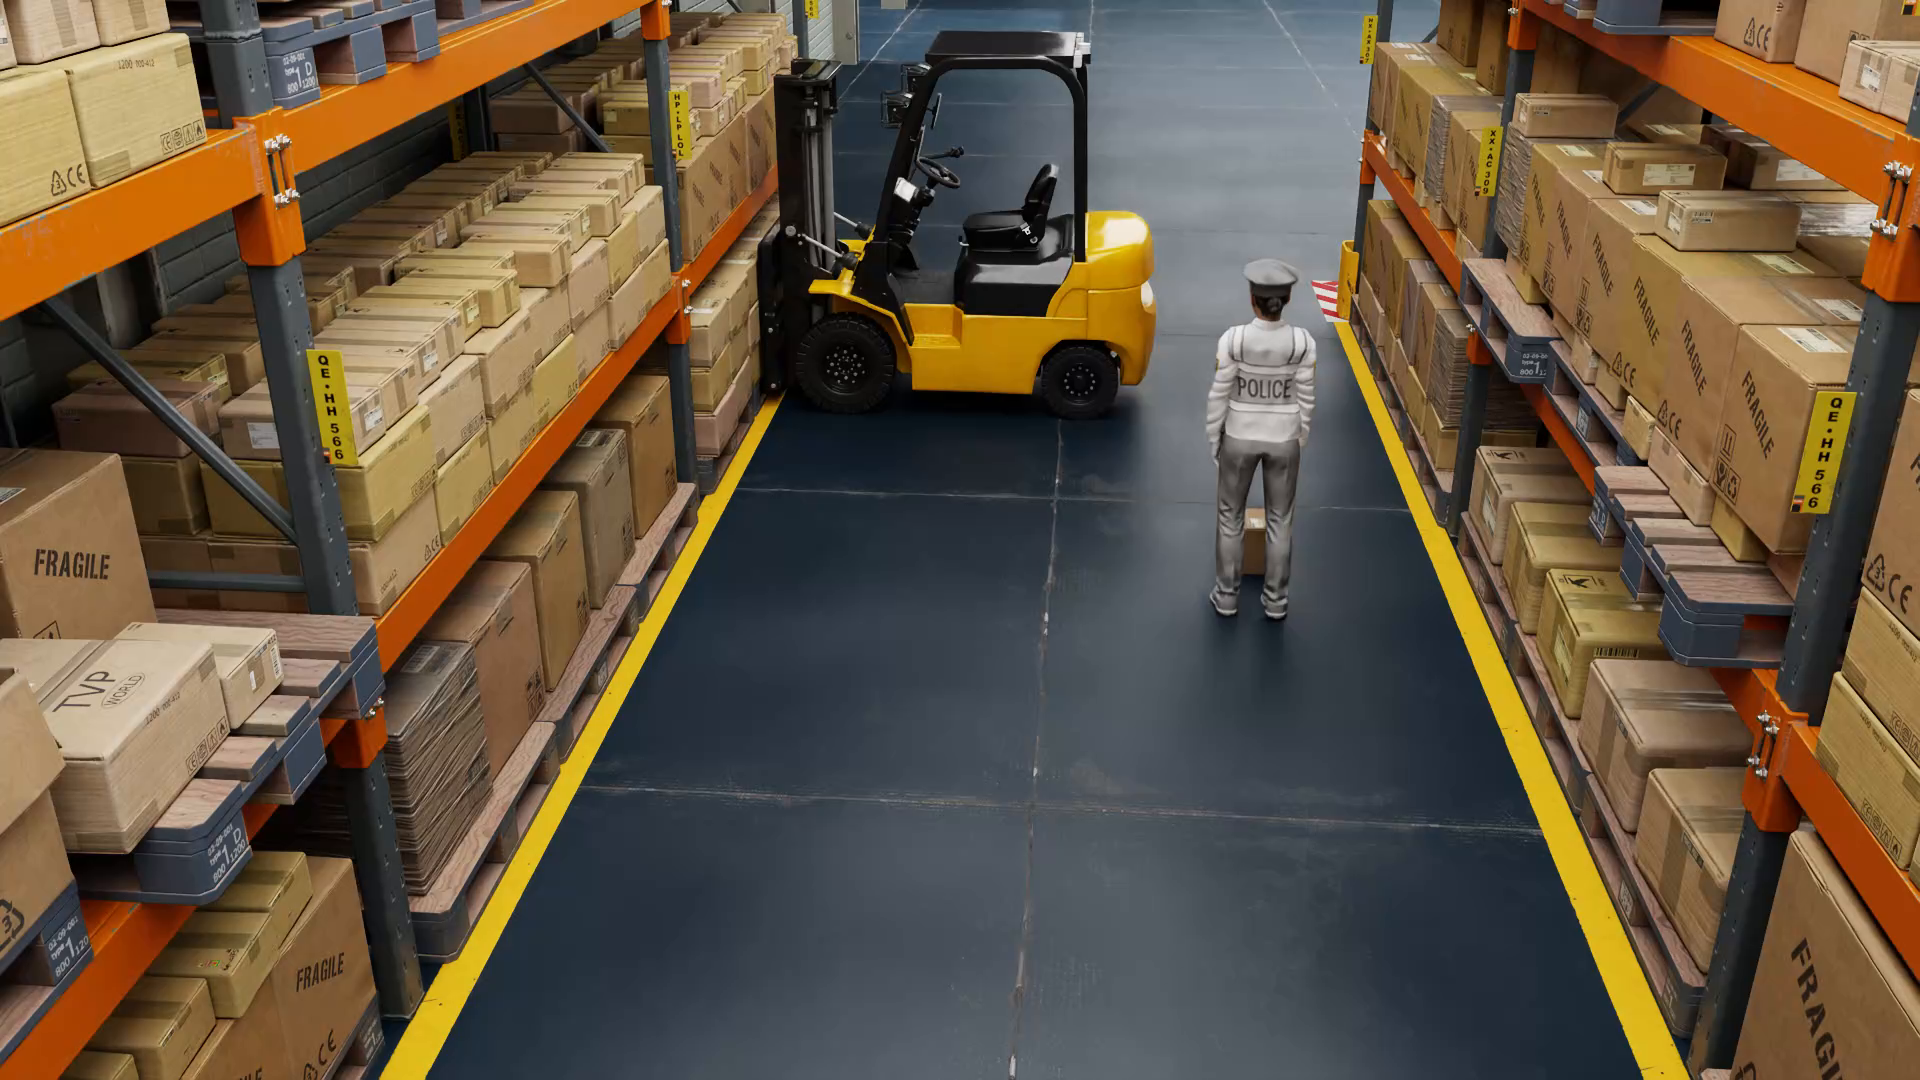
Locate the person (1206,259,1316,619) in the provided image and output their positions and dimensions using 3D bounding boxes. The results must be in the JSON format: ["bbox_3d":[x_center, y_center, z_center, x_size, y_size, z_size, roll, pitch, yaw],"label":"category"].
[{"bbox_3d":[1.360,-0.439,7.567,0.451,1.663,0.329,2,25,5],"label":"person"}]
